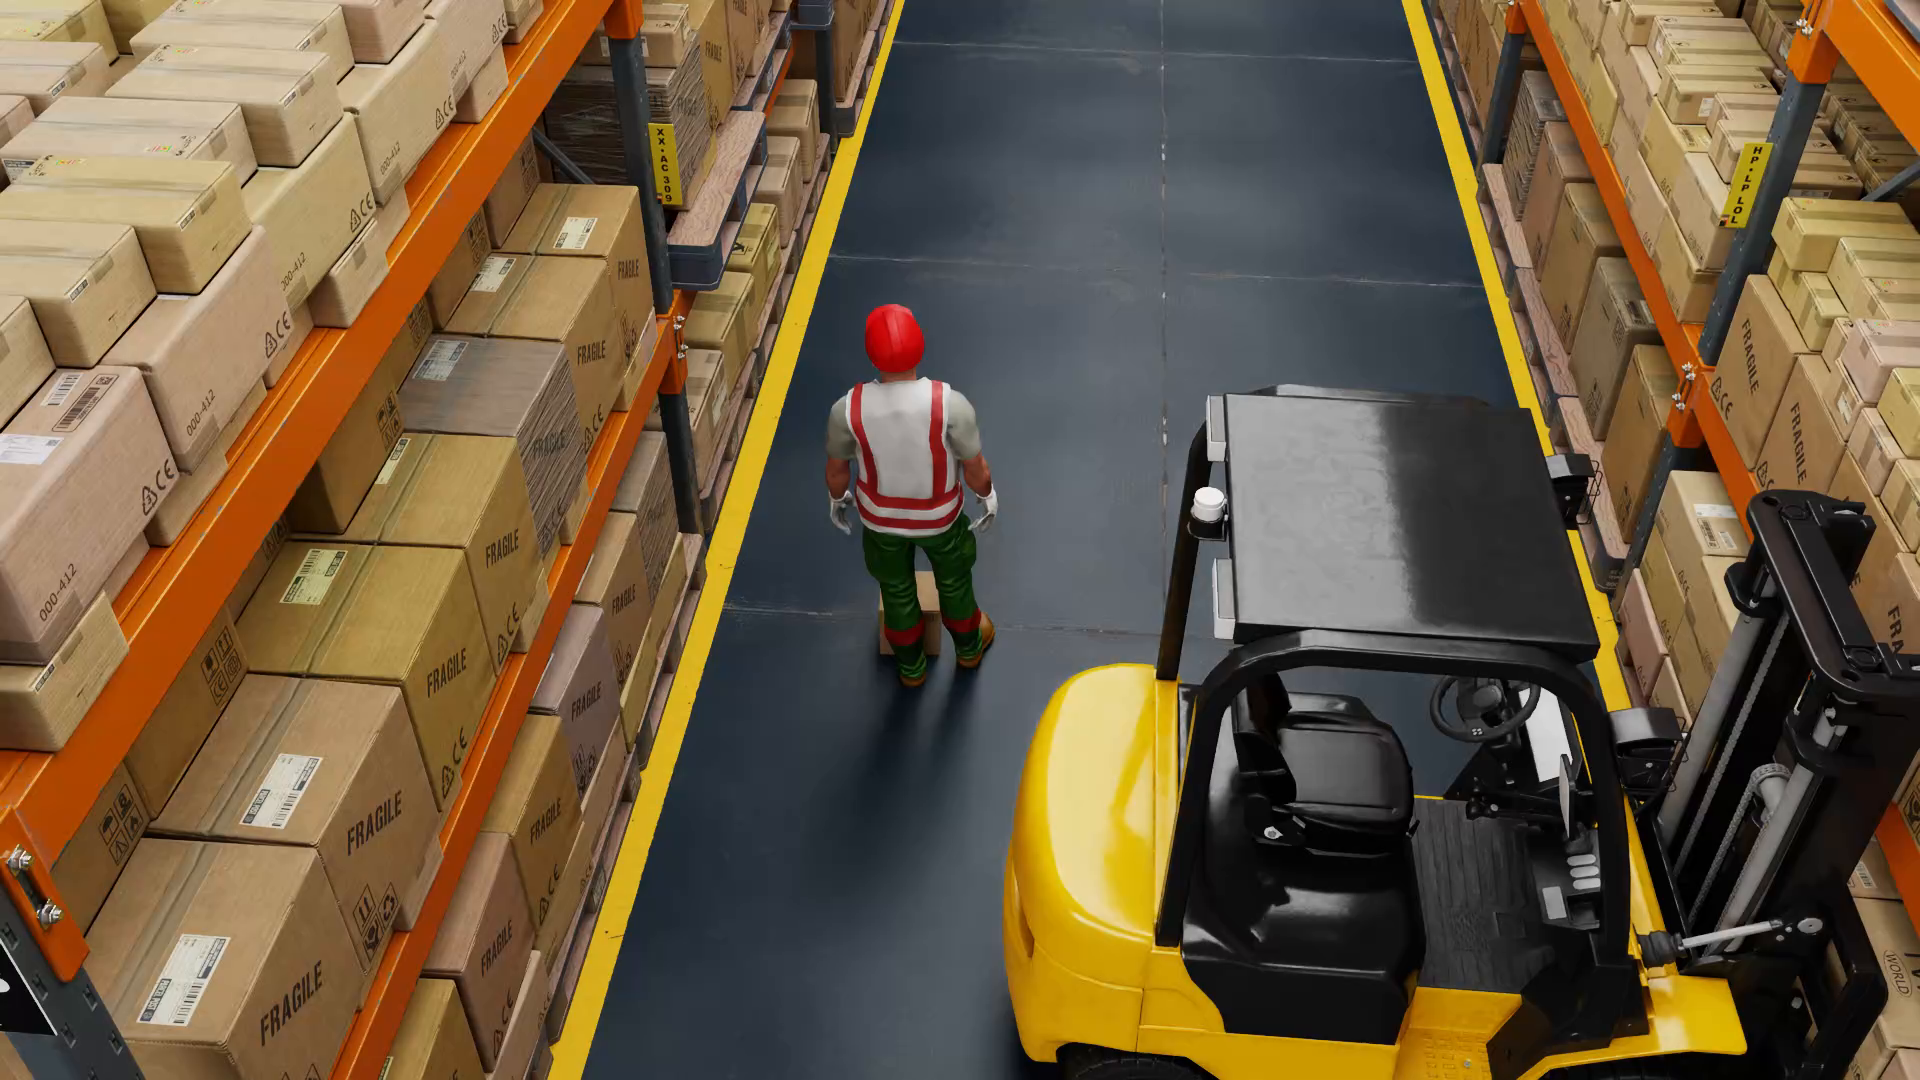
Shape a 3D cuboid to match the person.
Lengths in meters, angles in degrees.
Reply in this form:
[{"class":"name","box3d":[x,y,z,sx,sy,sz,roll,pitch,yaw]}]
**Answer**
[{"class":"person","box3d":[-0.174,-0.170,6.327,0.638,1.790,0.559,2,40,2]}]
